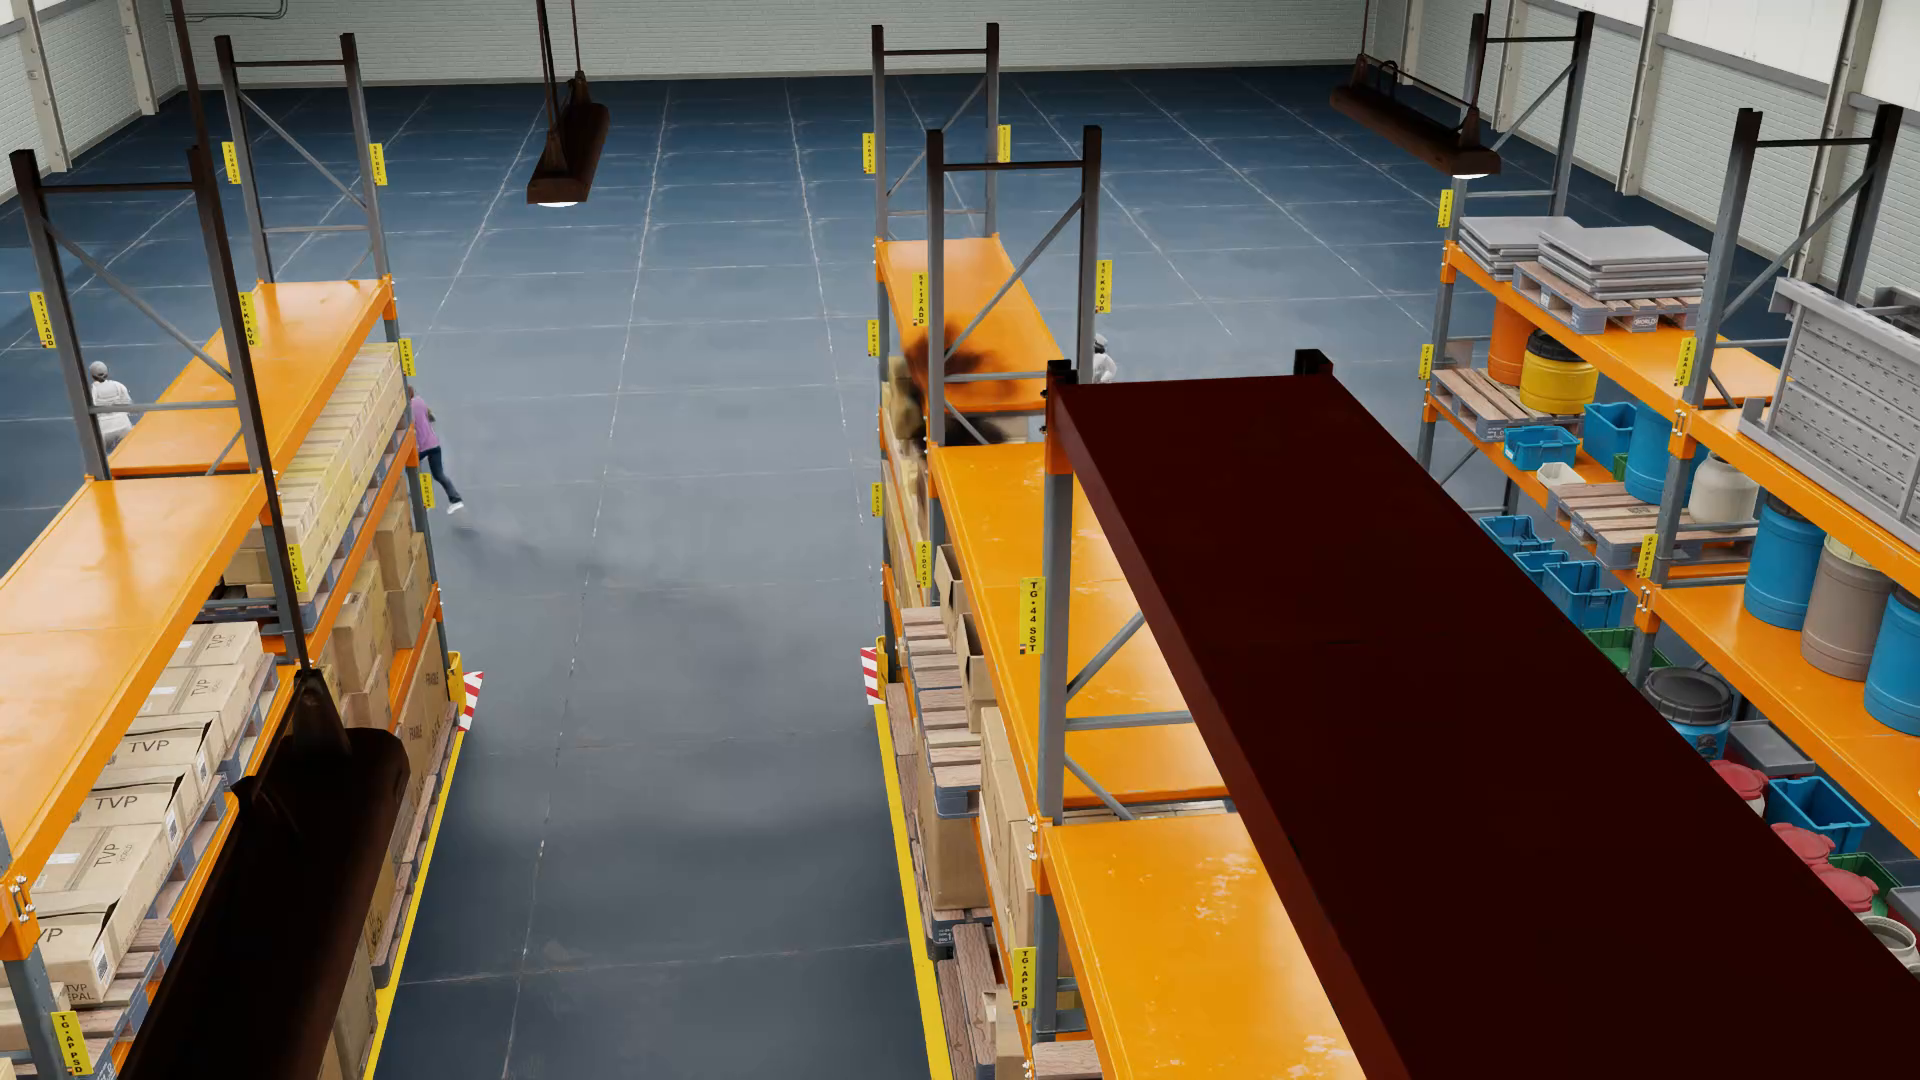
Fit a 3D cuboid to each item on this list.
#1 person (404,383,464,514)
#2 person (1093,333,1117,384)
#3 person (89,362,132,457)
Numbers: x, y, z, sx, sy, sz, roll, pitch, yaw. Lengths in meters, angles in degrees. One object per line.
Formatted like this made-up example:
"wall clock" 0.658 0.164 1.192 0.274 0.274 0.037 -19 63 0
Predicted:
"person" -6.012 -0.987 18.761 0.951 1.596 0.539 18 31 32
"person" 1.561 -1.685 20.092 0.665 1.739 0.592 8 27 16
"person" -9.754 -1.209 19.136 0.611 1.708 0.871 -22 33 -38
